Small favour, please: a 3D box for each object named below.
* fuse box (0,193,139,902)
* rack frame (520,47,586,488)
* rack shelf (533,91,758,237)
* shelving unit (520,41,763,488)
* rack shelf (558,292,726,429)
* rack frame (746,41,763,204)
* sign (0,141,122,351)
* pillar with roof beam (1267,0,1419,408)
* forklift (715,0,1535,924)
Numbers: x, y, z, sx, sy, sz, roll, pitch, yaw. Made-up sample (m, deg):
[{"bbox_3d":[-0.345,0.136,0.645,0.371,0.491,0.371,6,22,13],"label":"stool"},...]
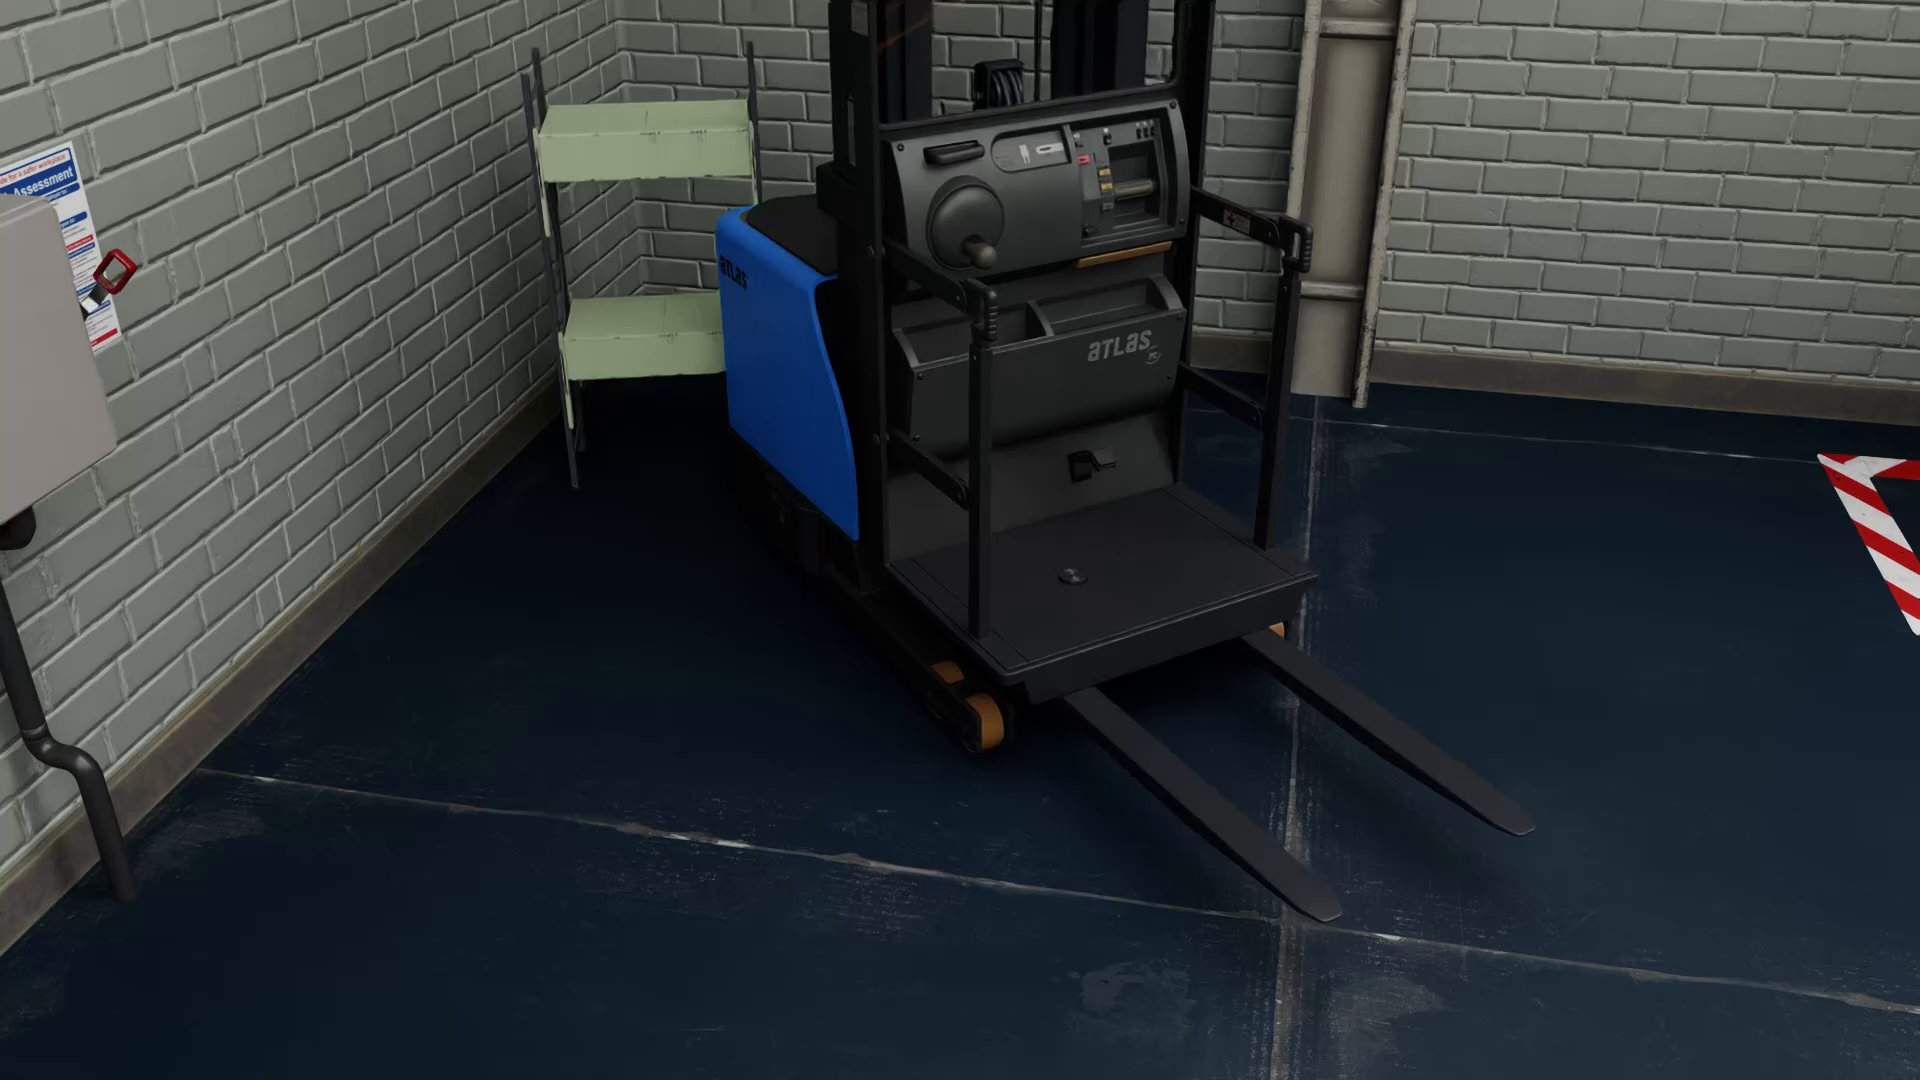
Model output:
[{"bbox_3d":[-2.042,0.122,3.745,0.414,1.711,0.539,6,29,11],"label":"fuse box"},{"bbox_3d":[-1.436,-0.944,5.913,0.023,1.500,0.400,-4,29,-6],"label":"rack frame"},{"bbox_3d":[-1.073,-1.309,5.766,0.720,0.370,0.431,-4,29,-6],"label":"rack shelf"},{"bbox_3d":[-1.073,-0.966,5.954,0.755,1.500,0.431,-4,29,-6],"label":"shelving unit"},{"bbox_3d":[-1.073,-0.681,6.110,0.720,0.370,0.431,-4,29,-6],"label":"rack shelf"},{"bbox_3d":[-0.710,-0.989,5.994,0.023,1.500,0.400,-4,29,-6],"label":"rack frame"},{"bbox_3d":[-2.141,-0.654,3.920,0.001,0.494,0.329,6,29,11],"label":"sign"},{"bbox_3d":[0.582,-2.551,1.039,0.400,9.000,9.100,6,29,11],"label":"pillar with roof beam"},{"bbox_3d":[0.346,-0.943,4.420,1.130,2.935,3.031,-16,32,-26],"label":"forklift"}]
